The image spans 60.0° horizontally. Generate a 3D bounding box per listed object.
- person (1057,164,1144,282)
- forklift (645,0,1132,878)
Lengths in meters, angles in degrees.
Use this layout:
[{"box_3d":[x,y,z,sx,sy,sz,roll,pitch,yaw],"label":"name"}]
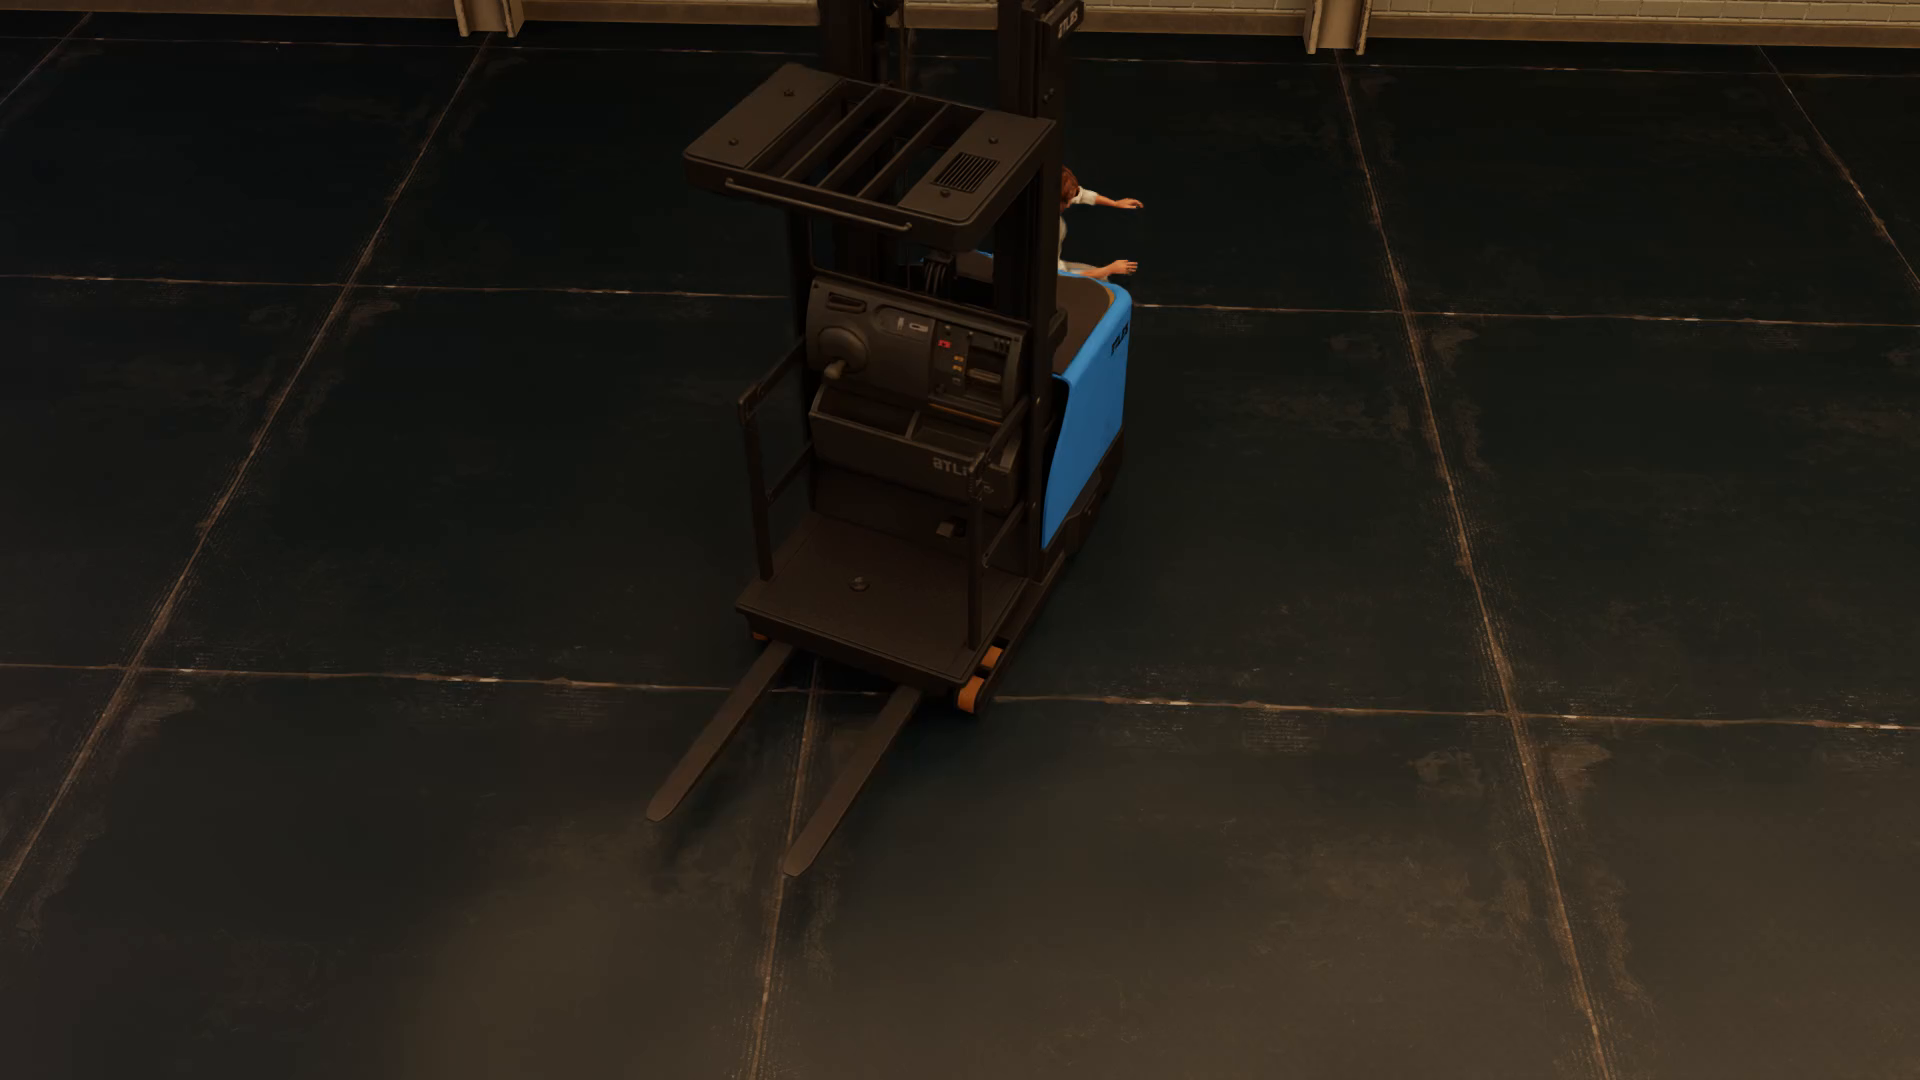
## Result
[{"box_3d":[0.551,-1.256,8.267,0.678,1.370,0.857,12,44,13],"label":"person"},{"box_3d":[-0.278,-0.679,6.486,1.130,2.935,3.031,17,45,18],"label":"forklift"}]
